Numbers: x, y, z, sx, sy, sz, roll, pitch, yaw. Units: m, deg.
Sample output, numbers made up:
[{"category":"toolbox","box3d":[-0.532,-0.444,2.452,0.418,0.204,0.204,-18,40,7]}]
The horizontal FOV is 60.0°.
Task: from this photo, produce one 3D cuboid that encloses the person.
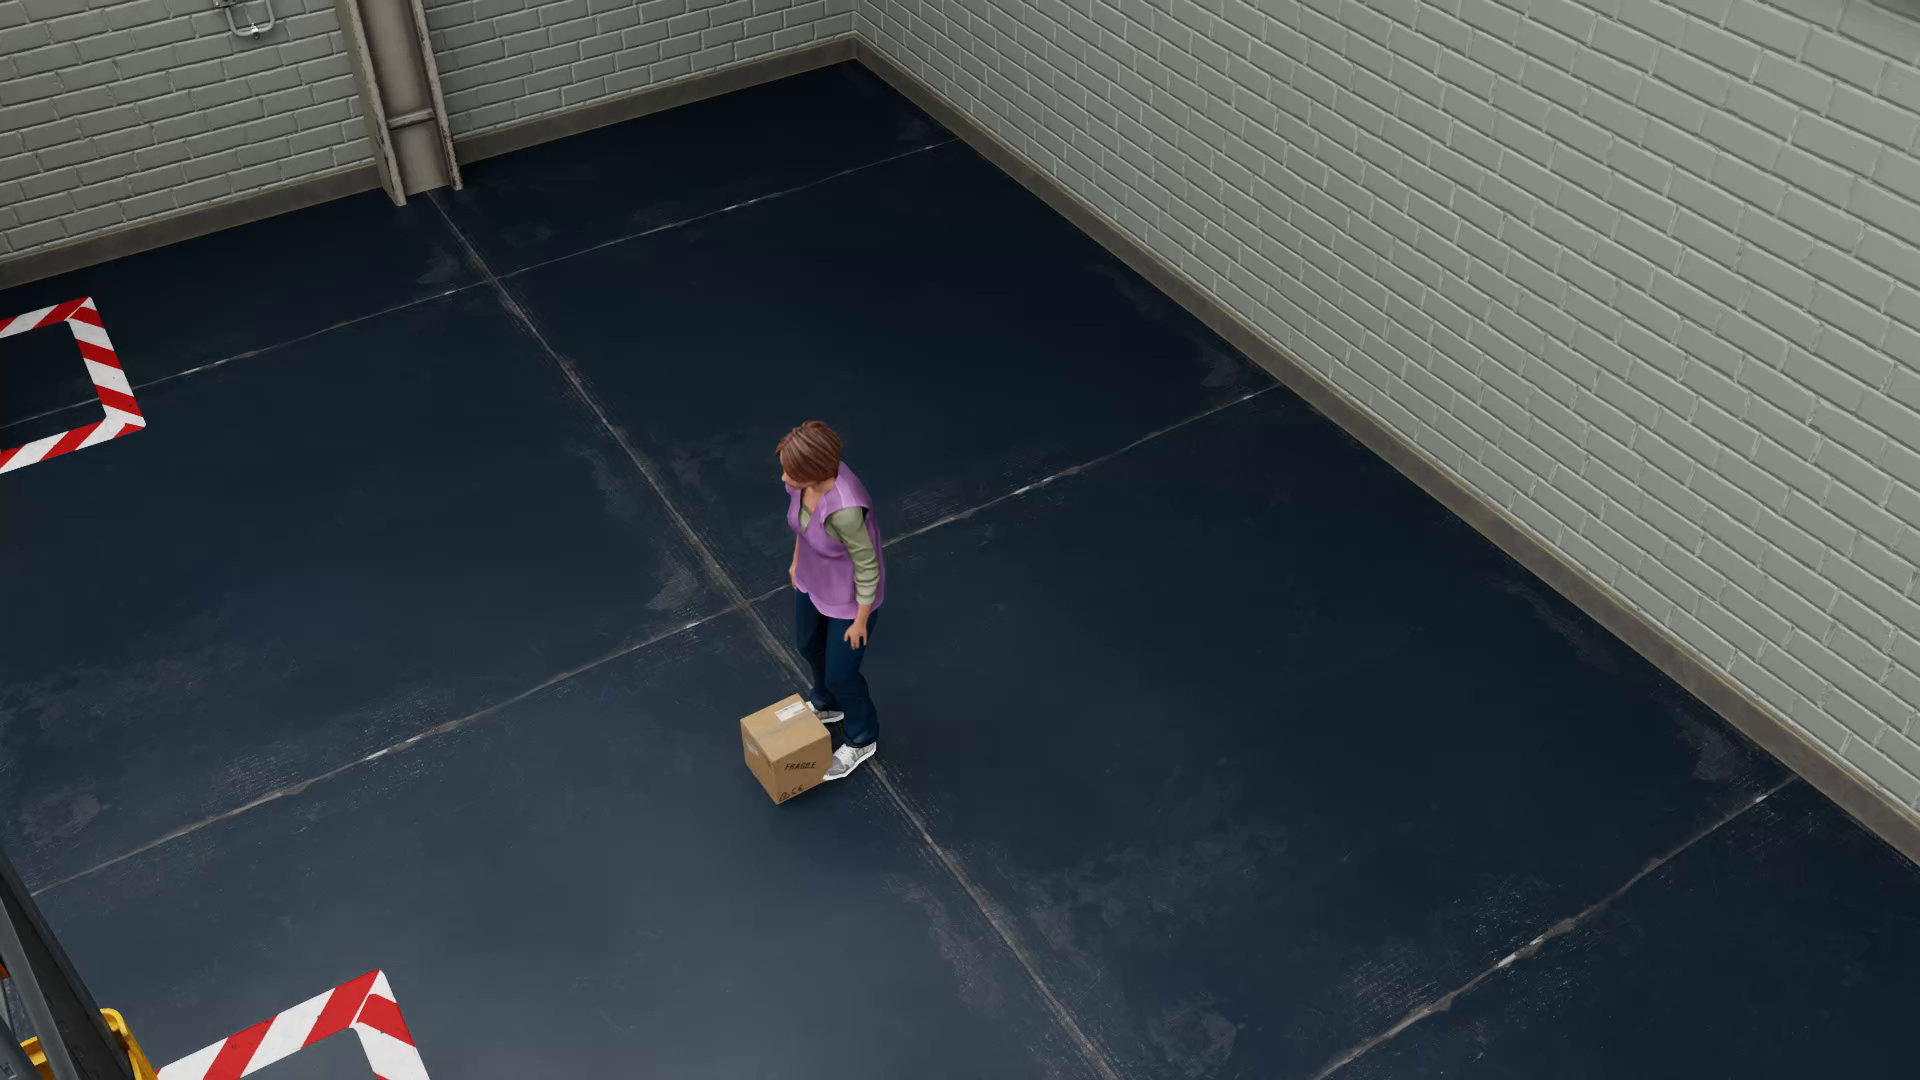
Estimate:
[{"category":"person","box3d":[-0.458,0.199,5.950,0.348,1.580,0.471,-25,47,-26]}]
